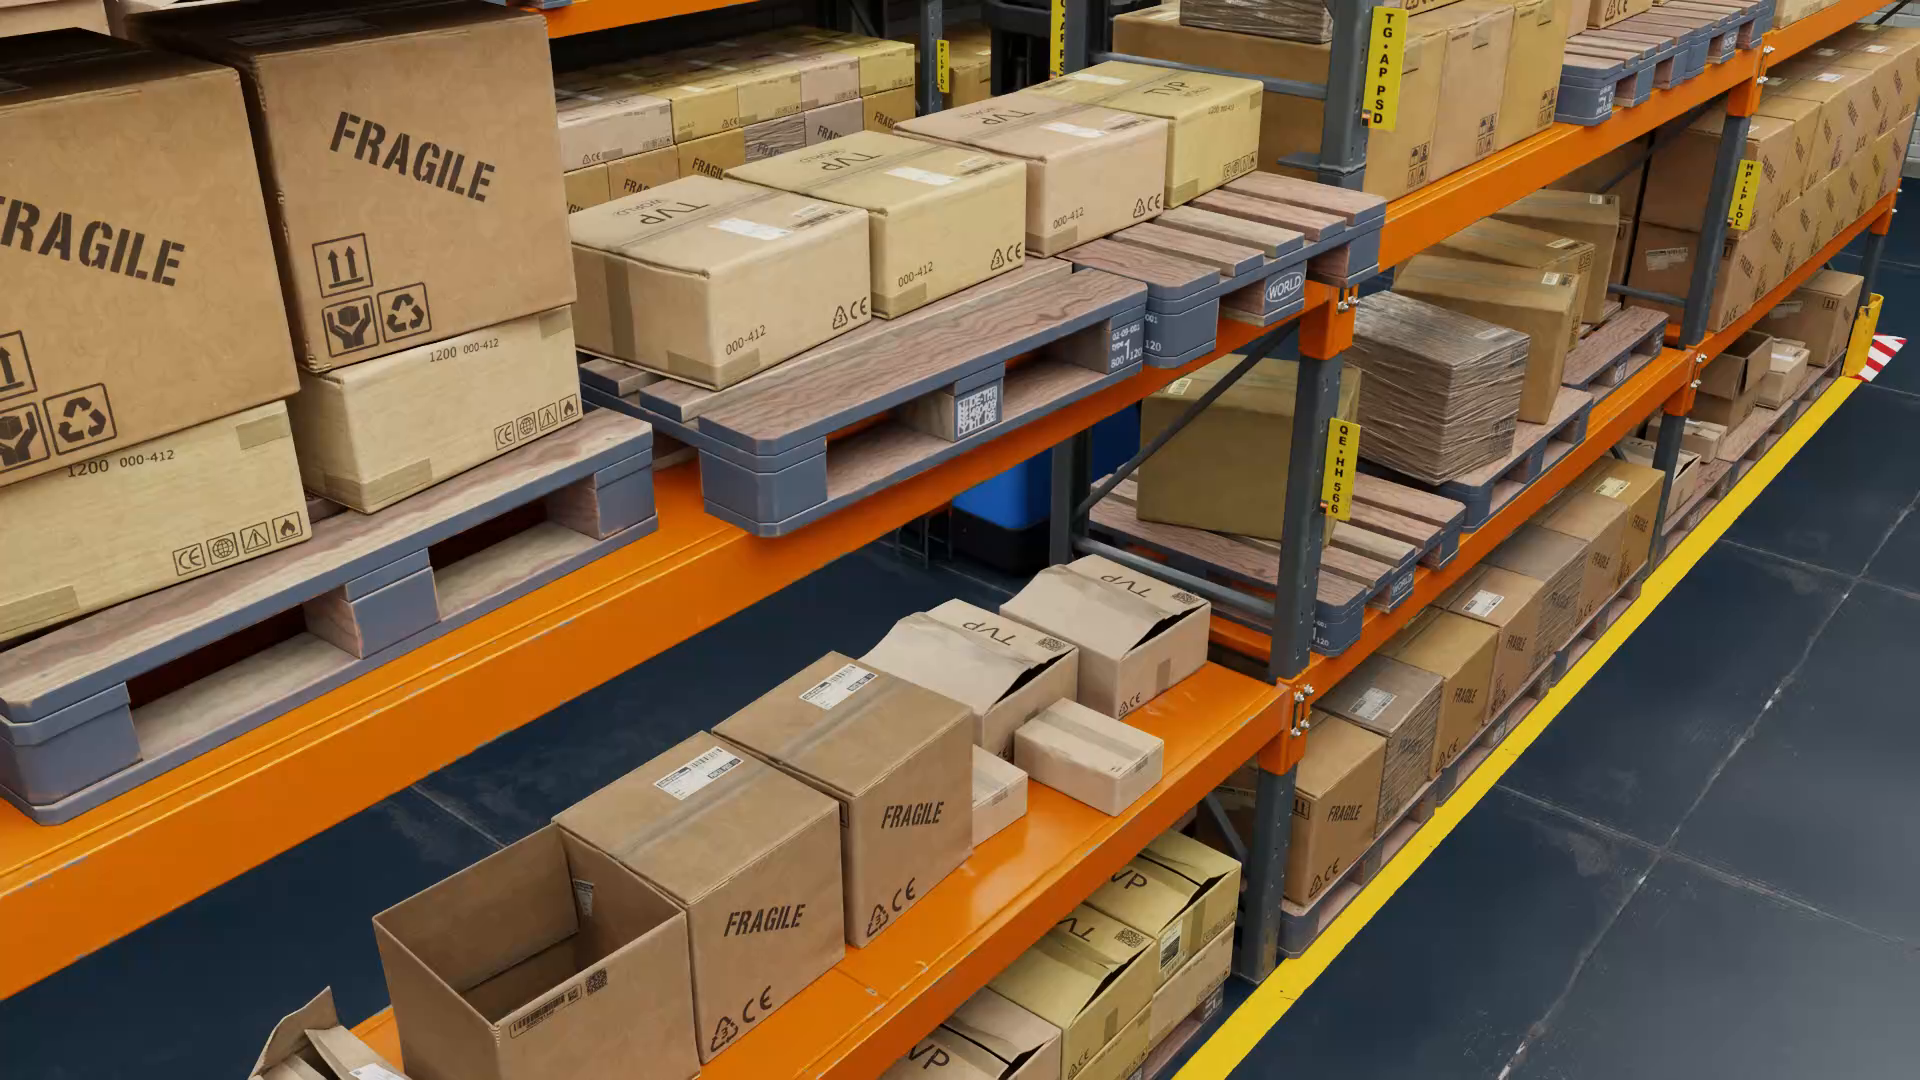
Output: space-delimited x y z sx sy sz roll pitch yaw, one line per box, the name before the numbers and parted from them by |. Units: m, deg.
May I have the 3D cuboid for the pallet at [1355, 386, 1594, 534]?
pallet | 1.978 -0.468 7.100 1.003 0.211 1.213 21 34 34

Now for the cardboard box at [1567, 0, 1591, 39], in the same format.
cardboard box | 2.065 -2.258 6.411 0.600 0.600 0.600 19 33 33

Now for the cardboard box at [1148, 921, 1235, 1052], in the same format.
cardboard box | 0.598 1.430 5.757 0.500 0.250 0.500 22 34 36

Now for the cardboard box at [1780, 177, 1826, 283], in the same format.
cardboard box | 4.466 -1.786 9.329 0.500 0.500 0.500 21 34 34

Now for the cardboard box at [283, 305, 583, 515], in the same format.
cardboard box | -1.054 -0.308 3.023 0.500 0.250 0.500 17 32 30

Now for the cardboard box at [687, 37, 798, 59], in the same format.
cardboard box | -1.358 -2.972 10.459 0.500 0.250 0.500 21 34 35

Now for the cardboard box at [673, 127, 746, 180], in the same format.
cardboard box | -1.592 -2.138 9.663 0.500 0.500 0.500 22 34 36

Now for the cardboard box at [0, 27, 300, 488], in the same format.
cardboard box | -1.377 -0.437 2.456 0.500 0.500 0.500 21 34 35

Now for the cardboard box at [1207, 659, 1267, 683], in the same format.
cardboard box | 1.158 0.652 6.967 0.500 0.500 0.500 22 35 36

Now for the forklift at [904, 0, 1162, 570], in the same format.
forklift | 0.940 -1.733 9.410 1.130 2.935 3.031 23 35 37

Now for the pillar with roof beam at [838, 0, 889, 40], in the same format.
pillar with roof beam | 2.563 -4.635 8.416 9.100 9.000 0.400 21 34 34

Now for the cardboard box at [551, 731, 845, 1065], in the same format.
cardboard box | -0.645 0.879 4.177 0.500 0.500 0.500 21 34 34

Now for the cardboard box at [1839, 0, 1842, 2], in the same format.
cardboard box | 4.429 -3.000 8.683 0.500 0.250 0.500 21 34 34

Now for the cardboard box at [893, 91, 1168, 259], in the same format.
cardboard box | 0.180 -0.947 4.257 0.500 0.250 0.500 22 34 36

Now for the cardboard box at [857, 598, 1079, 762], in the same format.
cardboard box | 0.026 0.437 5.237 0.500 0.311 0.500 20 34 34

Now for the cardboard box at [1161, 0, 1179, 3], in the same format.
cardboard box | 1.691 -4.095 13.575 0.980 0.700 0.700 23 35 37

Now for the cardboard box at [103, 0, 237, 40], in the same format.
cardboard box | -3.330 -2.277 7.197 0.500 0.311 0.500 21 34 34

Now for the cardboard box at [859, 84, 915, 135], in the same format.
cardboard box | -0.635 -2.676 10.703 0.500 0.500 0.500 20 33 34

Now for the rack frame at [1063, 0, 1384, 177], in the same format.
rack frame | 0.744 -2.527 4.342 1.000 3.000 0.127 21 34 34

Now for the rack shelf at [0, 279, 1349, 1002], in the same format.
rack shelf | -0.528 -0.167 3.826 1.077 0.370 4.000 21 34 34

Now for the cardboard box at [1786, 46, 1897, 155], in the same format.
cardboard box | 5.115 -2.585 9.785 0.500 0.500 0.500 22 34 36

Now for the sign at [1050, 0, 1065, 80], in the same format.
sign | 0.327 -1.584 5.220 0.100 0.325 0.005 21 34 34

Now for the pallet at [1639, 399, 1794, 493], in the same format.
pallet | 4.502 -0.720 10.413 1.003 0.211 1.213 21 34 34

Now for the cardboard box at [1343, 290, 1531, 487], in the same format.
cardboard box | 1.787 -0.618 6.615 0.500 0.500 0.700 -21 34 -34

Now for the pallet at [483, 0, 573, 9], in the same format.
pallet | -2.712 -2.802 8.342 1.213 0.211 1.003 23 35 37

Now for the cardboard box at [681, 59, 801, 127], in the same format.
cardboard box | -1.293 -2.646 9.830 0.500 0.250 0.500 22 34 35

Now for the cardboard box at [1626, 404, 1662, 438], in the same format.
cardboard box | 3.909 -0.833 10.043 0.500 0.311 0.500 21 34 34

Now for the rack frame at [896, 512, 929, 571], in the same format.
rack frame | -0.258 -0.405 8.728 0.240 1.200 0.006 23 35 37

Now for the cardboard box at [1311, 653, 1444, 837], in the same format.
cardboard box | 1.583 0.787 6.706 0.500 0.500 0.500 19 33 33

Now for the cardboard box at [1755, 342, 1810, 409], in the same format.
cardboard box | 5.050 -1.081 10.588 0.500 0.250 0.500 21 34 34

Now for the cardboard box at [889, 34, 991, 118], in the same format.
cardboard box | -0.179 -3.048 11.551 0.980 0.700 0.700 21 34 35

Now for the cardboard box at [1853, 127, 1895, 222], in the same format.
cardboard box | 5.431 -2.320 10.362 0.500 0.500 0.500 21 34 35

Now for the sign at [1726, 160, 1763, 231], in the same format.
sign | 3.719 -1.634 7.885 0.100 0.325 0.005 21 34 34

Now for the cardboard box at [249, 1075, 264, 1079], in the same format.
cardboard box | -1.521 1.435 3.376 0.500 0.250 0.500 23 35 37

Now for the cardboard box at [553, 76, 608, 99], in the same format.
cardboard box | -2.331 -2.428 9.408 0.500 0.250 0.500 20 33 33

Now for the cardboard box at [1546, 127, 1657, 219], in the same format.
cardboard box | 3.410 -2.025 8.702 0.500 0.500 0.500 21 34 35

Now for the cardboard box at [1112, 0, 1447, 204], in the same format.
cardboard box | 0.996 -1.404 5.326 0.910 0.500 0.500 21 34 34

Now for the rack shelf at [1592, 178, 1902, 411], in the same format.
rack shelf | 4.561 -1.671 9.998 1.077 0.370 4.000 21 34 34

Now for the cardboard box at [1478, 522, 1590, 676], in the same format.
cardboard box | 2.556 0.243 7.757 0.500 0.500 0.500 21 34 35

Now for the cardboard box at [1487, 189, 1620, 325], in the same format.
cardboard box | 2.815 -1.409 8.144 0.700 0.500 0.500 9 29 18

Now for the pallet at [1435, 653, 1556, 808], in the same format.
pallet | 2.025 0.691 7.684 1.003 0.211 1.213 21 34 34

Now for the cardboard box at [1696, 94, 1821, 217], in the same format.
cardboard box | 4.133 -2.037 8.727 0.500 0.500 0.500 20 33 33

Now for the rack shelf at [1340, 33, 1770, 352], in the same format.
rack shelf | 2.016 -1.585 6.567 1.077 0.370 4.000 21 34 34

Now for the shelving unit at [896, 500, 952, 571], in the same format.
shelving unit | -0.196 -0.436 8.787 0.258 1.200 0.189 23 35 37

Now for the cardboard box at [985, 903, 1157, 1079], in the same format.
cardboard box | 0.276 1.367 5.269 0.500 0.311 0.500 20 34 34

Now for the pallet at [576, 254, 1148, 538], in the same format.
pallet | -0.327 -0.447 3.791 1.003 0.211 1.213 23 35 37
